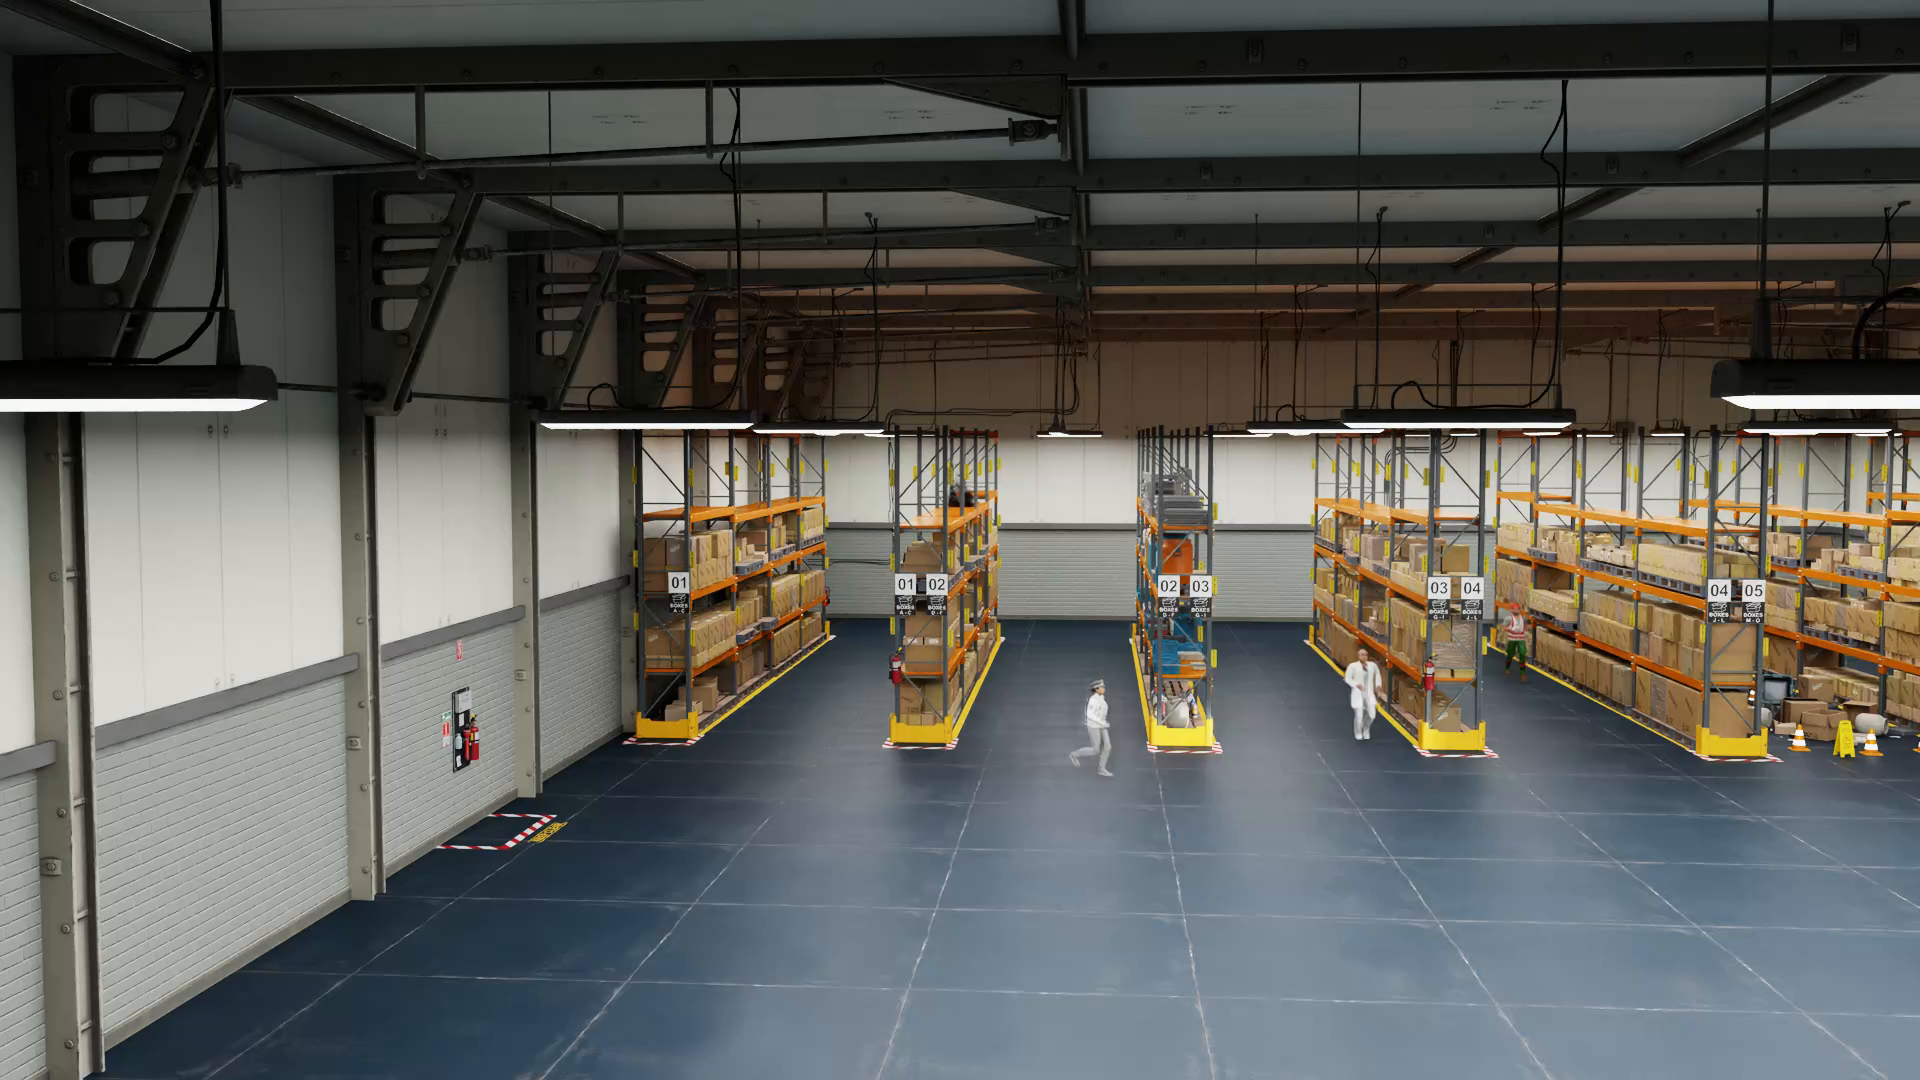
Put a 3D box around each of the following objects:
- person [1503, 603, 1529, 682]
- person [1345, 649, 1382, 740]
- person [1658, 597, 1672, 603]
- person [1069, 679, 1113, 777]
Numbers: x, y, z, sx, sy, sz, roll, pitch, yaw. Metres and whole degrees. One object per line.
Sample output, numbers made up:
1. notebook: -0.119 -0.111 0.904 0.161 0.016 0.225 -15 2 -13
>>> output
1. person: 13.288 2.423 39.758 0.657 1.821 0.895 0 3 0
2. person: 7.670 2.991 31.545 0.747 1.671 0.680 0 3 -4
3. person: 20.044 2.068 47.214 0.720 1.645 0.678 1 3 9
4. person: 2.263 3.189 28.411 0.769 1.663 0.607 2 4 25
